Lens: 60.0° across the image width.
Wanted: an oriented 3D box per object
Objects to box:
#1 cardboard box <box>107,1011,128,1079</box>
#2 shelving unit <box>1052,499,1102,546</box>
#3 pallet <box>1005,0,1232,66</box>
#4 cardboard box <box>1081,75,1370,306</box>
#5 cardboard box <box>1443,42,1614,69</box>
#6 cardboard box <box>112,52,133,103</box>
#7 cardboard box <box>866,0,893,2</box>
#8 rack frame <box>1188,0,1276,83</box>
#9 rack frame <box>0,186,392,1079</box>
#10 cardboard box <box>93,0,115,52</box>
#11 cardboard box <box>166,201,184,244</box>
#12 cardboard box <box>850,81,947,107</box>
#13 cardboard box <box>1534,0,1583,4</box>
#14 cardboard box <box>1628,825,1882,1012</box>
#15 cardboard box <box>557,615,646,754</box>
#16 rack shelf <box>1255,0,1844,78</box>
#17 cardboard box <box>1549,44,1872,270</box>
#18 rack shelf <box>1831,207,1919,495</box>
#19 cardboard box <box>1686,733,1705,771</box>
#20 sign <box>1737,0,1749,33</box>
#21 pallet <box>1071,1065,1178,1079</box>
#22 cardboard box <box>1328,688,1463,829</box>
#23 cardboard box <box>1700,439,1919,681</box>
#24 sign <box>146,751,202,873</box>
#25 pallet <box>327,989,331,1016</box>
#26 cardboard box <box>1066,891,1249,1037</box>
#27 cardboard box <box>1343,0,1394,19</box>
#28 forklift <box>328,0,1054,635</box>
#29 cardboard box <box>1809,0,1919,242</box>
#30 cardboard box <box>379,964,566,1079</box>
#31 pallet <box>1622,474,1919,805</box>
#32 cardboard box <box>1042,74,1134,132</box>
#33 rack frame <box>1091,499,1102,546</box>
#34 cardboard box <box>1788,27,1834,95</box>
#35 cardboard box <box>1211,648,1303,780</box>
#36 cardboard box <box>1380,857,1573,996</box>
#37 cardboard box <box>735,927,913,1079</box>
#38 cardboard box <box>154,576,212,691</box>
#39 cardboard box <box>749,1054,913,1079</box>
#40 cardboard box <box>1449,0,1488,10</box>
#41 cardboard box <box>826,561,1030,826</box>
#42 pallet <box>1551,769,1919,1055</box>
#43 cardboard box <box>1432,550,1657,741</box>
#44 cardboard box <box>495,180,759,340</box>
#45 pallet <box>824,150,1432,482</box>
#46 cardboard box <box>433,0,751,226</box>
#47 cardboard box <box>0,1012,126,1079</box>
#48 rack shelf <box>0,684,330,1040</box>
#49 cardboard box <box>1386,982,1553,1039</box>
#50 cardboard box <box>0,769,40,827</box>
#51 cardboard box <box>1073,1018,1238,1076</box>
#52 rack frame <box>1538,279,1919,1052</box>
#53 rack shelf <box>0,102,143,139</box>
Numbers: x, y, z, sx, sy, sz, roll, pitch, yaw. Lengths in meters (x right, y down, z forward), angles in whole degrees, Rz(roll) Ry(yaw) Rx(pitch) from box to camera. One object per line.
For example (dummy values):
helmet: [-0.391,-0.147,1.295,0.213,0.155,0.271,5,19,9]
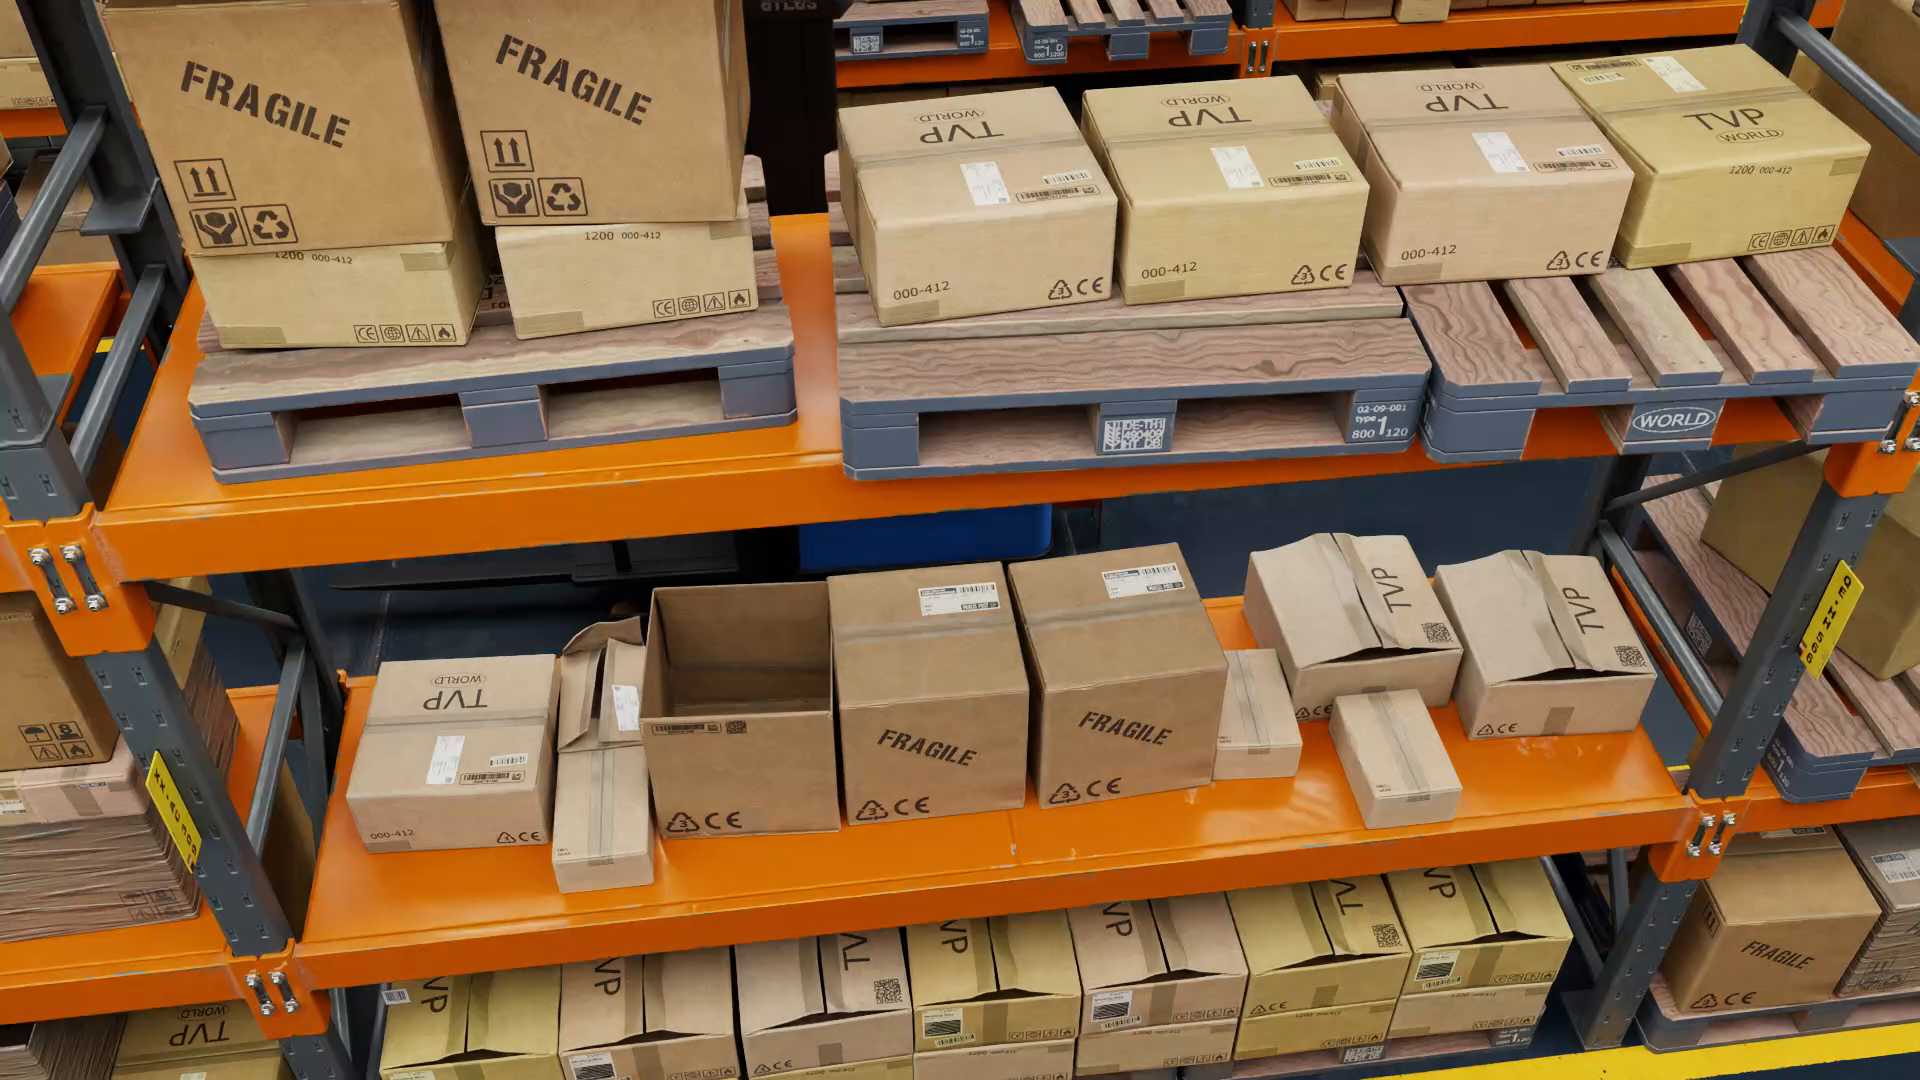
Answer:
cardboard box: [-2.808,1.698,5.083,0.500,0.250,0.500,-5,42,-6]
shelving unit: [0.487,-0.421,7.148,0.252,1.050,0.215,-4,42,-4]
pallet: [0.748,-2.823,8.498,1.003,0.211,1.213,-5,42,-6]
cardboard box: [0.558,-0.774,3.643,0.500,0.250,0.500,-6,42,-6]
cardboard box: [3.056,-2.433,9.214,0.750,0.750,0.750,-5,42,-6]
cardboard box: [-3.948,-2.297,7.869,0.500,0.250,0.500,-5,42,-6]
cardboard box: [-0.256,-3.056,8.211,0.500,0.500,0.700,-5,42,-6]
rack frame: [1.441,-3.026,8.581,0.127,3.000,1.000,-5,42,-6]
rack frame: [-1.879,0.611,4.549,0.127,3.000,1.000,-5,42,-6]
cardboard box: [-3.949,-2.579,7.622,0.500,0.500,0.500,-6,42,-7]
cardboard box: [-4.114,-1.658,8.864,0.250,0.149,0.380,-8,43,-9]
cardboard box: [-0.349,-2.387,8.850,0.500,0.250,0.500,-5,42,-6]
cardboard box: [3.070,-2.946,8.664,0.250,0.149,0.380,-4,42,-5]
cardboard box: [2.575,1.178,5.457,0.500,0.500,0.500,-3,42,-4]
cardboard box: [-1.031,0.462,4.814,0.258,0.266,0.396,-6,42,-7]
rack shelf: [3.424,-2.933,9.014,4.000,0.370,1.077,-5,42,-6]
cardboard box: [1.644,-0.874,3.754,0.500,0.250,0.500,-8,43,-9]
rack shelf: [4.070,-0.757,4.363,4.000,0.370,1.077,-5,42,-6]
cardboard box: [2.984,0.791,5.887,0.500,0.500,0.500,-3,42,-4]
sign: [2.018,-1.403,4.156,0.005,0.325,0.100,-5,42,-6]
pallet: [0.058,1.448,5.702,1.213,0.211,1.003,-5,42,-6]
cardboard box: [1.231,0.618,4.728,0.250,0.149,0.380,-5,42,-6]
cardboard box: [2.697,-0.059,4.903,0.500,0.500,0.700,-19,45,-20]
sign: [-1.806,0.628,3.824,0.005,0.325,0.100,-5,42,-6]
pallet: [-2.673,1.687,5.437,1.213,0.211,1.003,-5,42,-6]
cardboard box: [0.584,1.220,5.193,0.500,0.311,0.500,-5,42,-6]
cardboard box: [2.048,-2.831,8.537,0.250,0.149,0.380,-4,42,-5]
forklift: [-1.154,-1.046,6.436,3.031,2.935,1.130,-4,42,-4]
cardboard box: [2.515,-0.948,3.963,0.500,0.500,0.910,-5,42,-6]
cardboard box: [-1.437,1.397,4.998,0.500,0.311,0.500,-5,42,-5]
pallet: [2.750,0.229,5.115,1.003,0.211,1.213,-5,42,-6]
cardboard box: [0.734,-2.164,9.163,0.500,0.500,0.700,-4,42,-5]
rack frame: [0.609,-0.429,7.157,0.008,1.050,0.200,-4,42,-4]
cardboard box: [4.779,-2.589,9.387,0.750,0.750,0.750,-5,42,-5]
cardboard box: [0.830,0.505,4.854,0.250,0.149,0.380,-2,42,-2]
cardboard box: [1.599,1.129,5.295,0.500,0.311,0.500,-4,42,-4]
cardboard box: [-0.427,1.311,5.093,0.500,0.311,0.500,-6,42,-7]
cardboard box: [-2.171,0.227,4.415,0.250,0.149,0.380,-5,42,-6]
cardboard box: [-0.427,1.515,5.286,0.500,0.250,0.500,-6,42,-7]
cardboard box: [2.556,-2.902,8.616,0.250,0.149,0.380,-5,42,-6]
cardboard box: [-0.097,0.428,4.676,0.500,0.500,0.500,-5,42,-5]
pallet: [2.832,1.259,5.912,1.213,0.211,1.003,-5,42,-6]
cardboard box: [1.720,0.299,4.961,0.500,0.311,0.500,-3,42,-3]
cardboard box: [-0.723,-0.700,3.561,0.500,0.250,0.500,-9,43,-10]
pallet: [0.317,-0.563,3.751,1.213,0.211,1.003,-3,42,-4]
cardboard box: [-0.701,-0.974,3.305,0.500,0.500,0.500,-1,42,-1]
cardboard box: [-2.808,1.418,4.833,0.500,0.500,0.500,-5,42,-6]
rack shelf: [-3.863,1.051,4.597,4.000,0.370,1.077,-5,42,-6]
cardboard box: [1.597,1.336,5.484,0.500,0.250,0.500,-4,42,-5]
cardboard box: [-2.367,0.519,4.092,0.250,0.149,0.380,-6,42,-6]
cardboard box: [0.587,1.425,5.385,0.500,0.250,0.500,-4,42,-5]
rack frame: [2.087,0.263,4.934,0.127,3.000,1.000,-5,42,-6]
rack shelf: [-4.509,-2.238,8.244,4.000,0.370,1.077,-5,42,-6]
